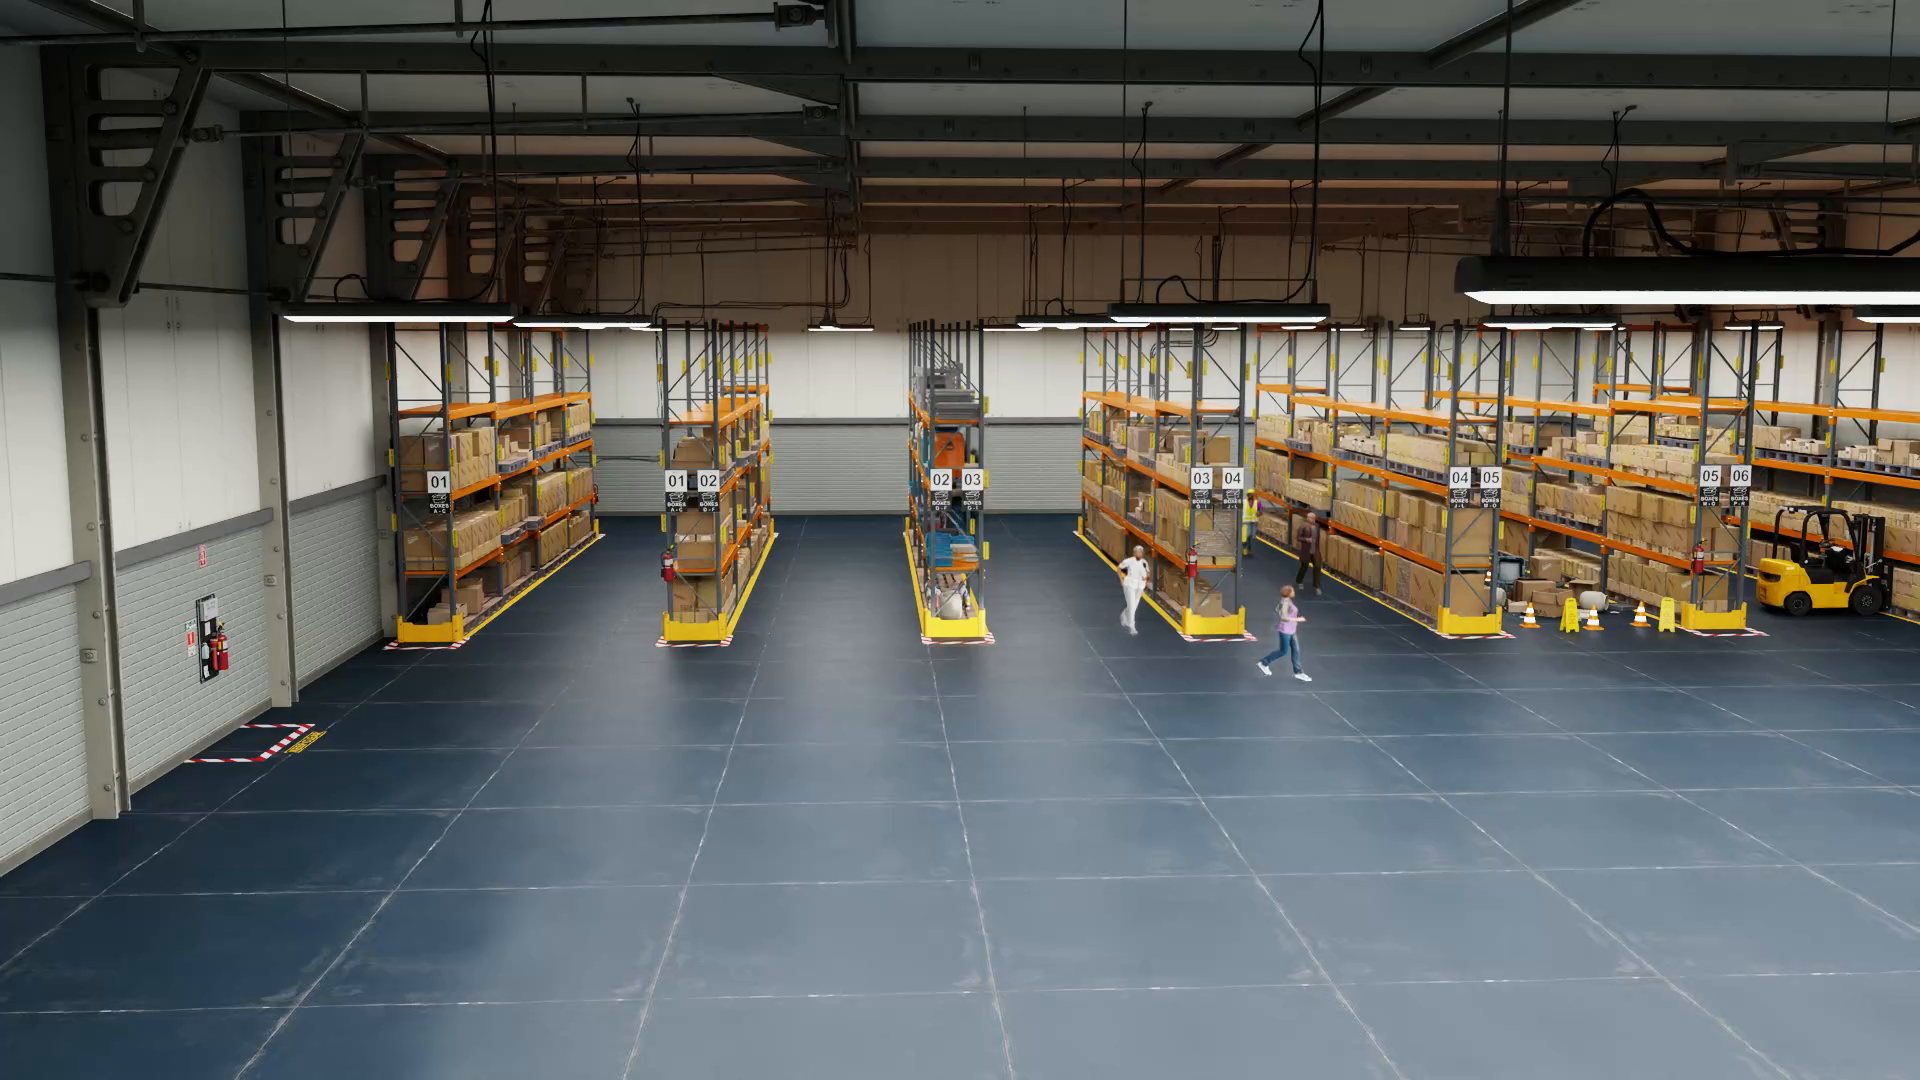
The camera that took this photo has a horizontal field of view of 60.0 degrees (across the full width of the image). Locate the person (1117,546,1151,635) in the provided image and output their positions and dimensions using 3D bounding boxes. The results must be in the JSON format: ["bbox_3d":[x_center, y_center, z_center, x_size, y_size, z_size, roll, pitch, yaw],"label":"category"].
[{"bbox_3d":[3.384,0.940,32.166,0.626,1.675,0.886,-3,8,-21],"label":"person"}]

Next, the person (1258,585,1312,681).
[{"bbox_3d":[5.381,1.529,27.479,0.879,1.597,0.540,3,8,21],"label":"person"}]

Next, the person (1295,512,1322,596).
[{"bbox_3d":[7.736,0.277,36.871,0.663,1.805,1.001,-1,7,-12],"label":"person"}]

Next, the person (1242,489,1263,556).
[{"bbox_3d":[7.490,-0.451,42.925,0.685,1.740,0.665,-1,7,-5],"label":"person"}]
